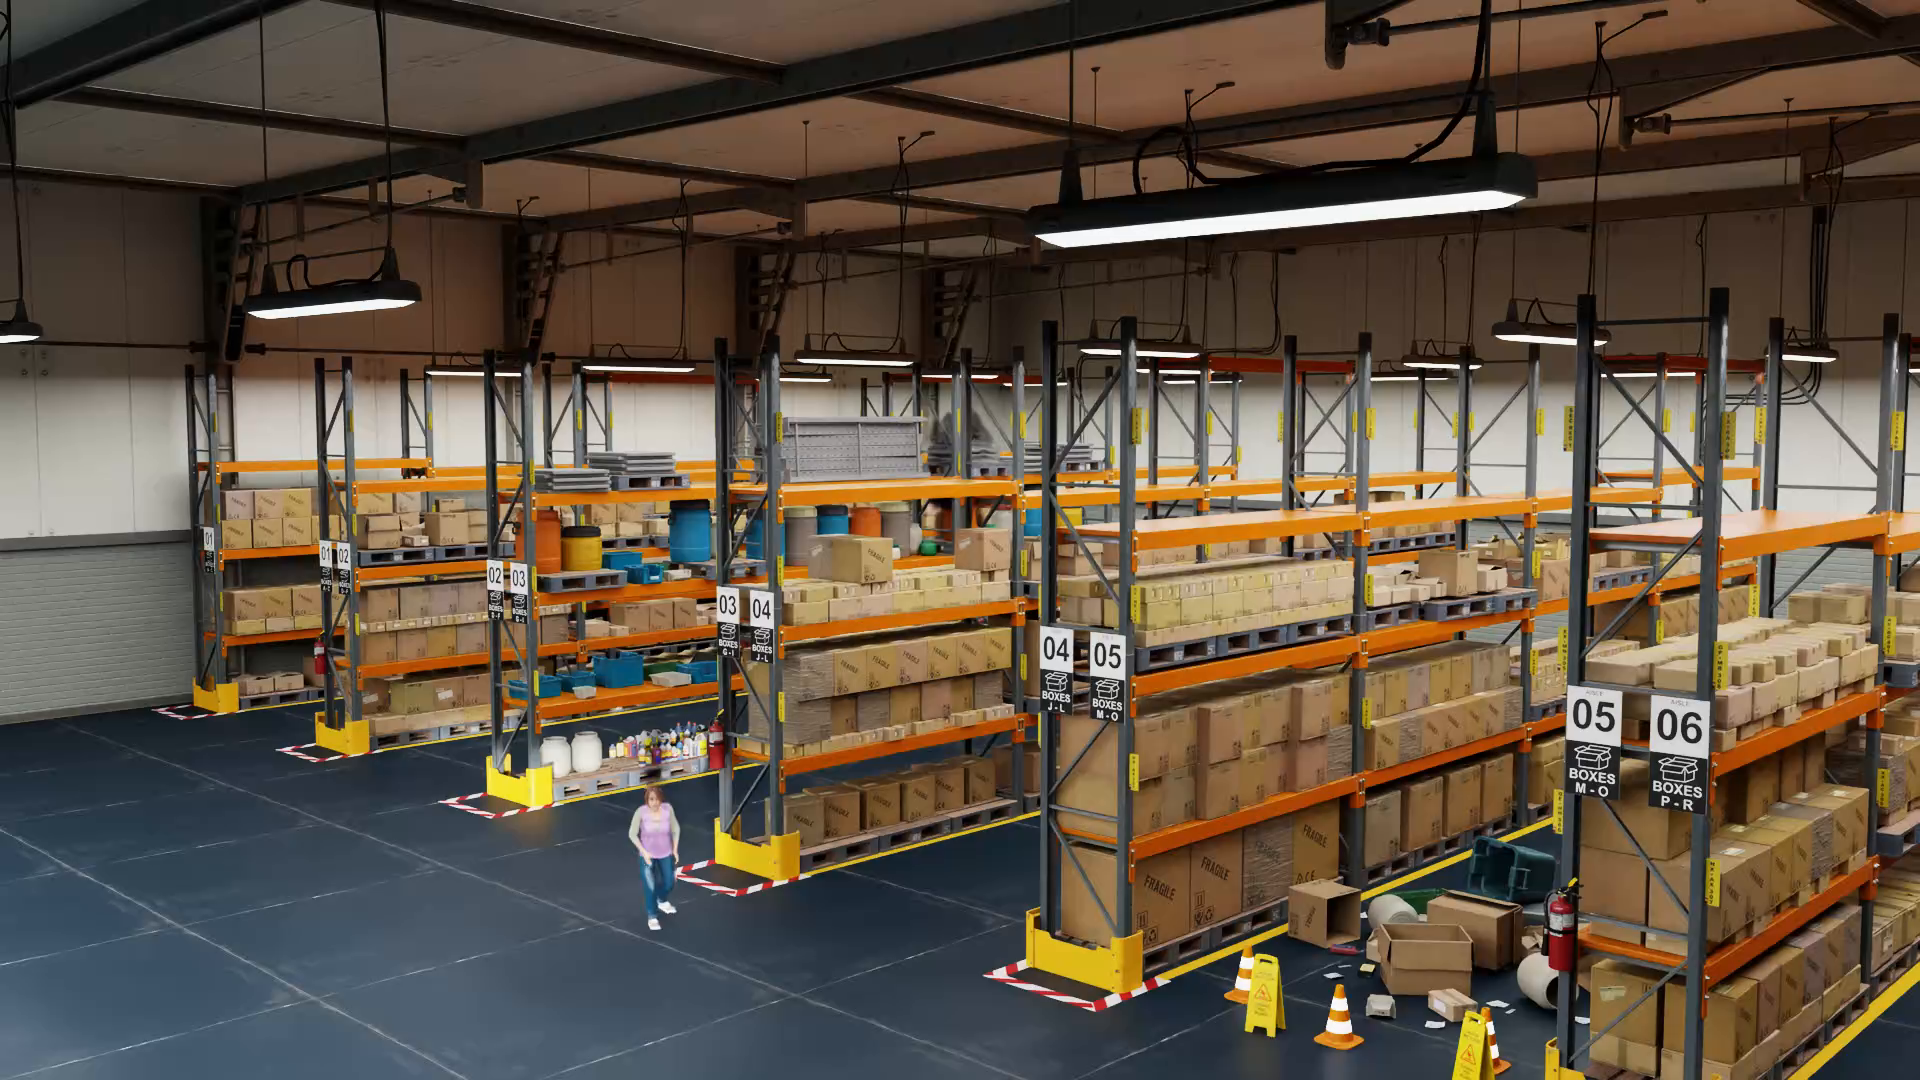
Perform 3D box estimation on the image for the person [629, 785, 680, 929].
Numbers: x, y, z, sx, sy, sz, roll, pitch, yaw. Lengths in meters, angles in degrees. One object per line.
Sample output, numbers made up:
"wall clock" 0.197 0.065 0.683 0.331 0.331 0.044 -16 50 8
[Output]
"person" -3.072 3.141 16.656 0.517 1.501 0.742 -2 5 -21
